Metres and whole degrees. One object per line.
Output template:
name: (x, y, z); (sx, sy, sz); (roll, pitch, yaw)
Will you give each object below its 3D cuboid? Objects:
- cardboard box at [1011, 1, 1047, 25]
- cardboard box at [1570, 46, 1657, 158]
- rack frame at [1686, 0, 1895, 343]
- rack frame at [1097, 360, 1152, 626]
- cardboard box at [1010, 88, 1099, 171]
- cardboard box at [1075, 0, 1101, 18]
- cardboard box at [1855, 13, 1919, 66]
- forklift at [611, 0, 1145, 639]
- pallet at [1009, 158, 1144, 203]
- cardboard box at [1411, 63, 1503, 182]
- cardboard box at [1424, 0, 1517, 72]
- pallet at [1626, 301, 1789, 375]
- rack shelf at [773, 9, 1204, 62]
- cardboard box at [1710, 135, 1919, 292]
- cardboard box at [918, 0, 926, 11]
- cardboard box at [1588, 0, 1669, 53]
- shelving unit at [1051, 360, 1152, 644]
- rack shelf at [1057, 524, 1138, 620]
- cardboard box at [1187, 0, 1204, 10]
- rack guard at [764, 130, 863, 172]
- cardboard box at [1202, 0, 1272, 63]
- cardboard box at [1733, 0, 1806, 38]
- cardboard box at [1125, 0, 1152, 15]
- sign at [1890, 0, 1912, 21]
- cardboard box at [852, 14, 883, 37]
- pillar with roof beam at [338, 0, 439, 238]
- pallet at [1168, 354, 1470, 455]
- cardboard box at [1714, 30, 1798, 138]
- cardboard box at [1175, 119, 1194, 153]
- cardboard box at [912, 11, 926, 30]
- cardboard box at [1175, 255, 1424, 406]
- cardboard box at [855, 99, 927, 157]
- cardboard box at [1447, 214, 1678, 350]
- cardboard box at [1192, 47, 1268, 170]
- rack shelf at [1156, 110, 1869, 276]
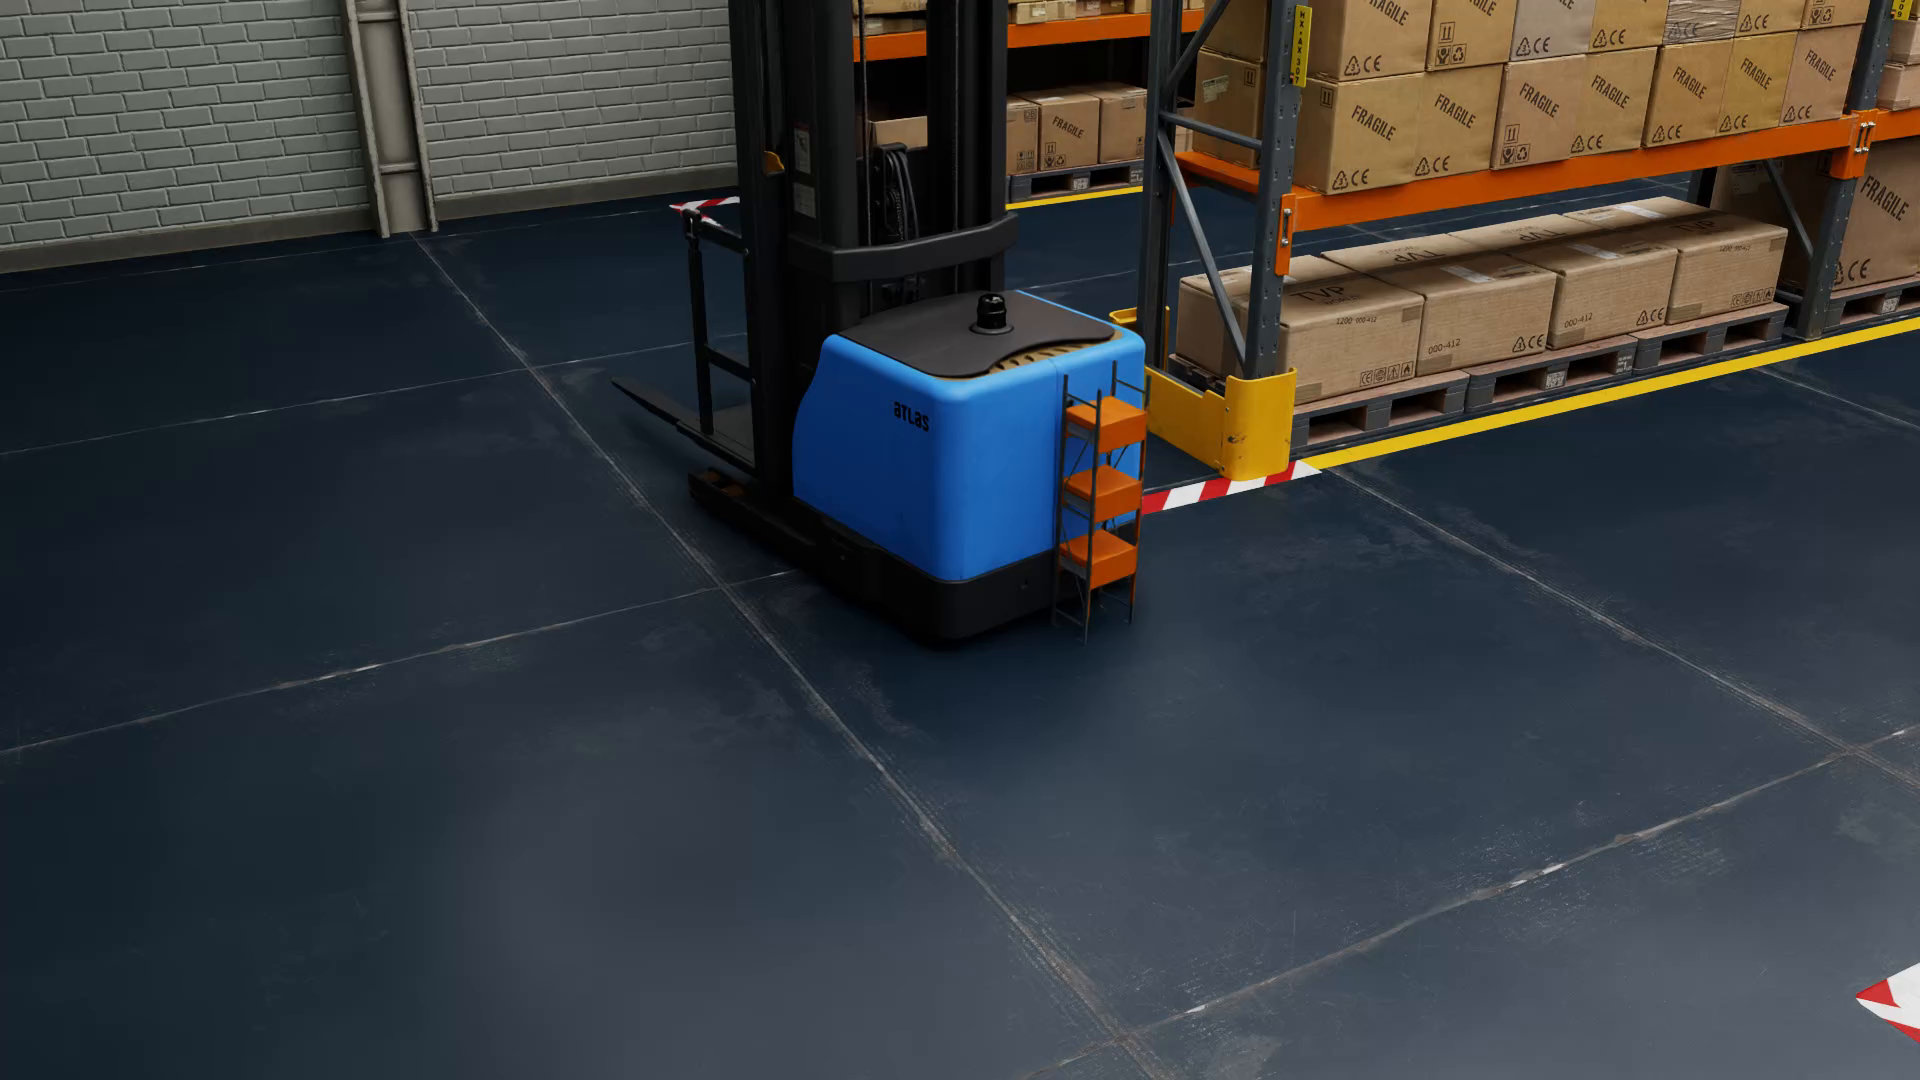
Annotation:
cardboard box: (0.429, -3.867, 12.129); (0.250, 0.149, 0.380); (-14, 29, -27)
cardboard box: (3.072, -2.232, 8.318); (0.500, 0.500, 0.500); (-12, 28, -23)
rack frame: (4.718, -2.695, 9.397); (0.127, 3.000, 1.000); (-13, 29, -25)
rack frame: (0.625, -0.167, 6.377); (0.008, 1.050, 0.200); (-19, 33, -34)
cardboard box: (0.720, -3.155, 12.757); (0.500, 0.500, 0.500); (-12, 28, -24)
cardboard box: (0.847, -4.008, 12.421); (0.250, 0.149, 0.380); (-13, 29, -25)
cardboard box: (5.239, -2.834, 9.284); (0.500, 0.250, 0.500); (-14, 29, -27)
forklift: (-0.573, -1.516, 7.022); (1.130, 2.935, 3.031); (-19, 32, -34)
pallet: (0.695, -2.943, 13.136); (1.213, 0.211, 1.003); (-13, 29, -25)
cardboard box: (2.180, -2.027, 7.890); (0.500, 0.500, 0.500); (-13, 29, -26)
cardboard box: (2.199, -2.473, 7.664); (0.500, 0.500, 0.500); (-14, 29, -26)
pallet: (4.010, -1.313, 9.740); (1.213, 0.211, 1.003); (-13, 29, -25)
rack shelf: (0.614, -3.858, 12.651); (4.000, 0.370, 1.077); (-13, 29, -25)
cardboard box: (5.227, -2.083, 10.093); (0.875, 0.875, 0.875); (-12, 28, -24)
cardboard box: (-0.179, -3.934, 11.807); (0.500, 0.250, 0.500); (-13, 28, -25)
cardboard box: (3.089, -2.683, 8.101); (0.500, 0.500, 0.500); (-13, 28, -25)
shelving unit: (0.529, -0.135, 6.310); (0.252, 1.050, 0.215); (-19, 33, -34)
rack shelf: (0.524, 0.122, 6.441); (0.240, 0.259, 0.215); (-19, 33, -34)
cardboard box: (1.779, -4.192, 12.805); (0.250, 0.149, 0.380); (-12, 28, -24)
rack guard: (-1.083, -2.664, 12.220); (0.348, 0.500, 1.175); (-13, 29, -25)
cardboard box: (1.502, -2.565, 7.856); (0.500, 0.500, 0.500); (-12, 28, -23)
cardboard box: (3.980, -2.889, 8.530); (0.500, 0.500, 0.500); (-13, 29, -26)
cardboard box: (1.323, -4.086, 12.584); (0.250, 0.149, 0.380); (-13, 29, -26)
sign: (4.981, -2.909, 8.752); (0.005, 0.325, 0.100); (-13, 29, -25)
cardboard box: (-0.731, -3.624, 11.622); (0.250, 0.149, 0.380); (-13, 29, -25)
pillar with roof beam: (-1.928, -4.630, 6.497); (0.400, 9.000, 9.100); (-13, 29, -25)
pallet: (1.857, -0.816, 8.705); (1.213, 0.211, 1.003); (-13, 29, -25)
cardboard box: (3.978, -2.441, 8.753); (0.500, 0.500, 0.500); (-14, 29, -26)
cardboard box: (1.711, -3.248, 13.223); (0.258, 0.266, 0.396); (-12, 28, -23)
cardboard box: (-0.313, -3.760, 11.906); (0.250, 0.149, 0.380); (-13, 29, -26)
cardboard box: (1.724, -1.087, 8.523); (0.875, 0.438, 0.875); (-14, 29, -27)
cardboard box: (-0.566, -2.927, 12.280); (0.637, 0.503, 0.797); (-14, 29, -27)
cardboard box: (3.324, -1.460, 9.299); (0.875, 0.438, 0.875); (-14, 29, -27)
cardboard box: (1.490, -2.124, 8.094); (0.500, 0.500, 0.500); (-13, 28, -25)
rack shelf: (2.953, -1.963, 8.704); (4.000, 0.370, 1.077); (-13, 29, -25)
